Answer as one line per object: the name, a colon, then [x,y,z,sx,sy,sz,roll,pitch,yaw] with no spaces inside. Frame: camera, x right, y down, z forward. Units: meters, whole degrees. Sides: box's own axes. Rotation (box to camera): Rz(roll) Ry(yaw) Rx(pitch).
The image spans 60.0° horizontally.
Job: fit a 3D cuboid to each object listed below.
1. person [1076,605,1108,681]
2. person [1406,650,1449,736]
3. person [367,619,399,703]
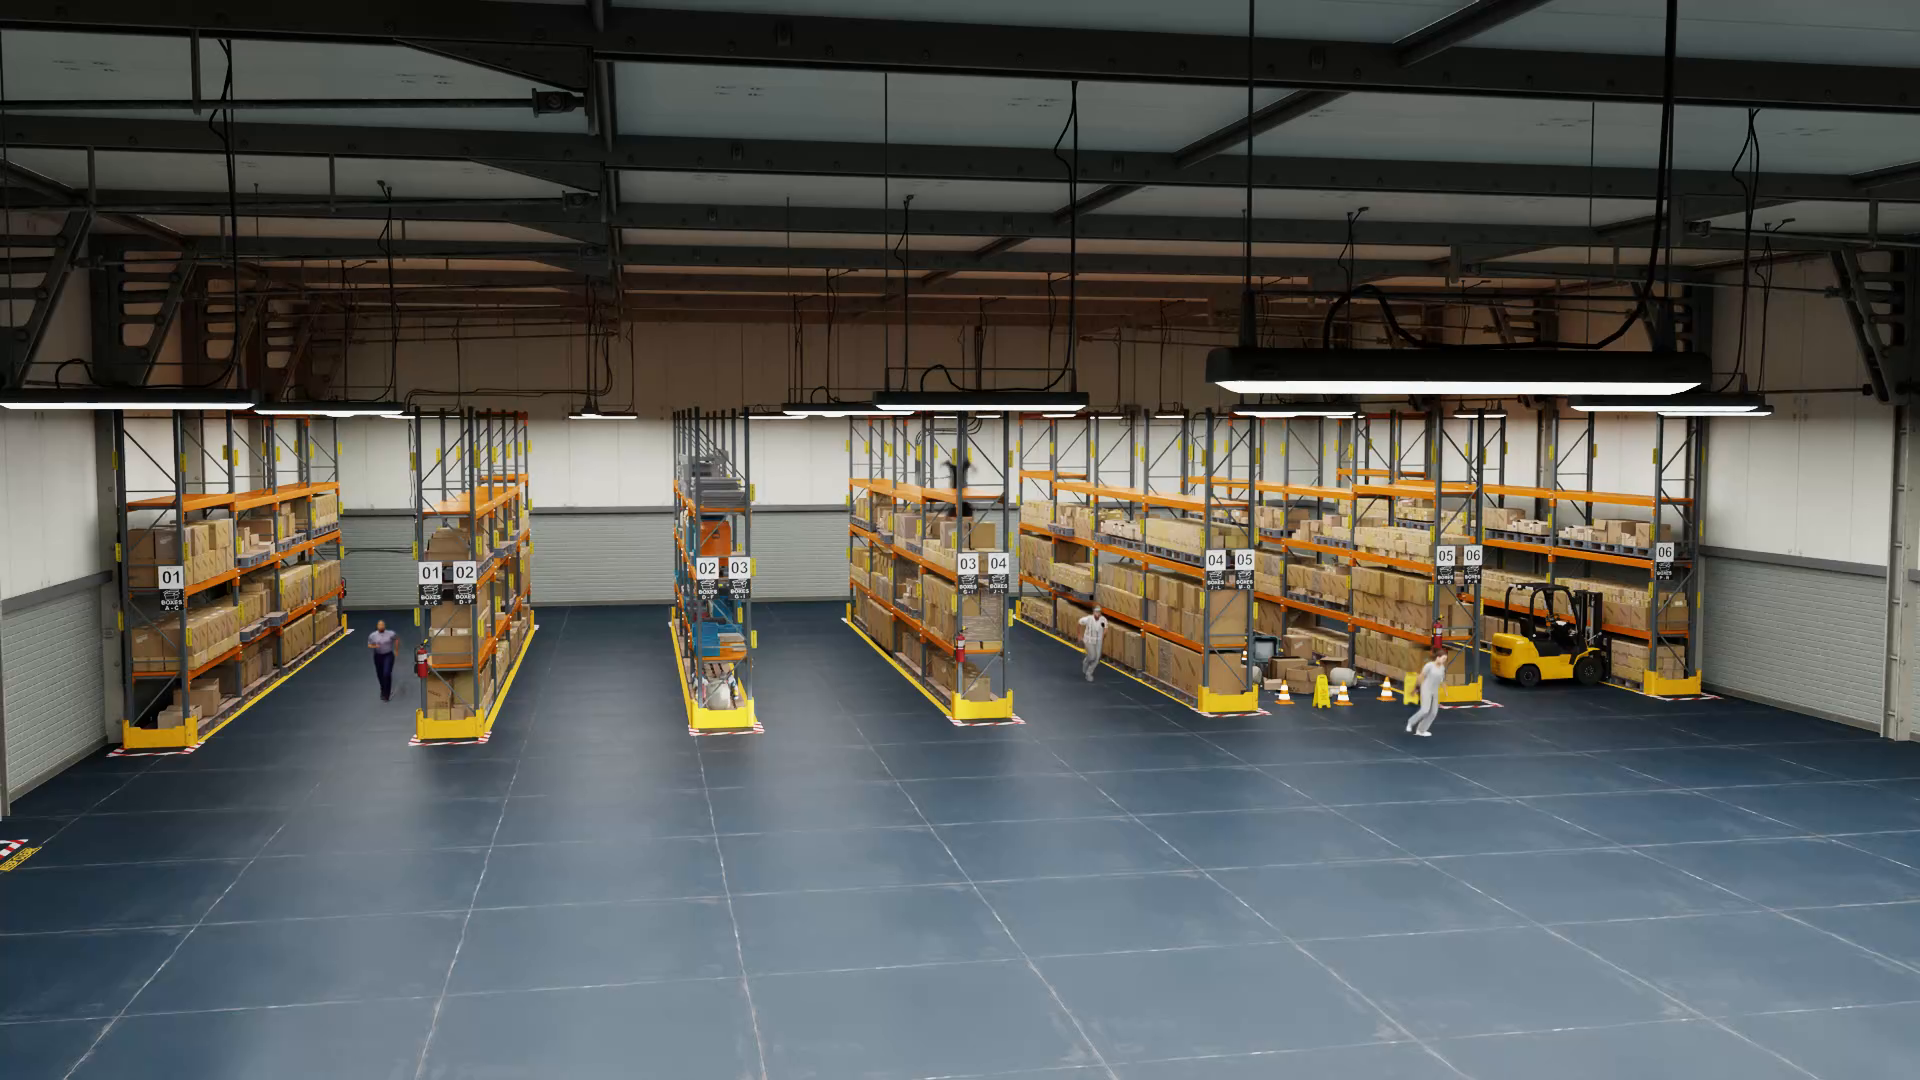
person: [2.972,2.269,36.673,0.636,1.695,0.721,-2,4,-24]
person: [8.500,2.767,30.204,0.696,1.595,0.602,-2,5,-26]
person: [-11.850,2.473,34.162,0.553,1.707,0.842,0,4,-6]
